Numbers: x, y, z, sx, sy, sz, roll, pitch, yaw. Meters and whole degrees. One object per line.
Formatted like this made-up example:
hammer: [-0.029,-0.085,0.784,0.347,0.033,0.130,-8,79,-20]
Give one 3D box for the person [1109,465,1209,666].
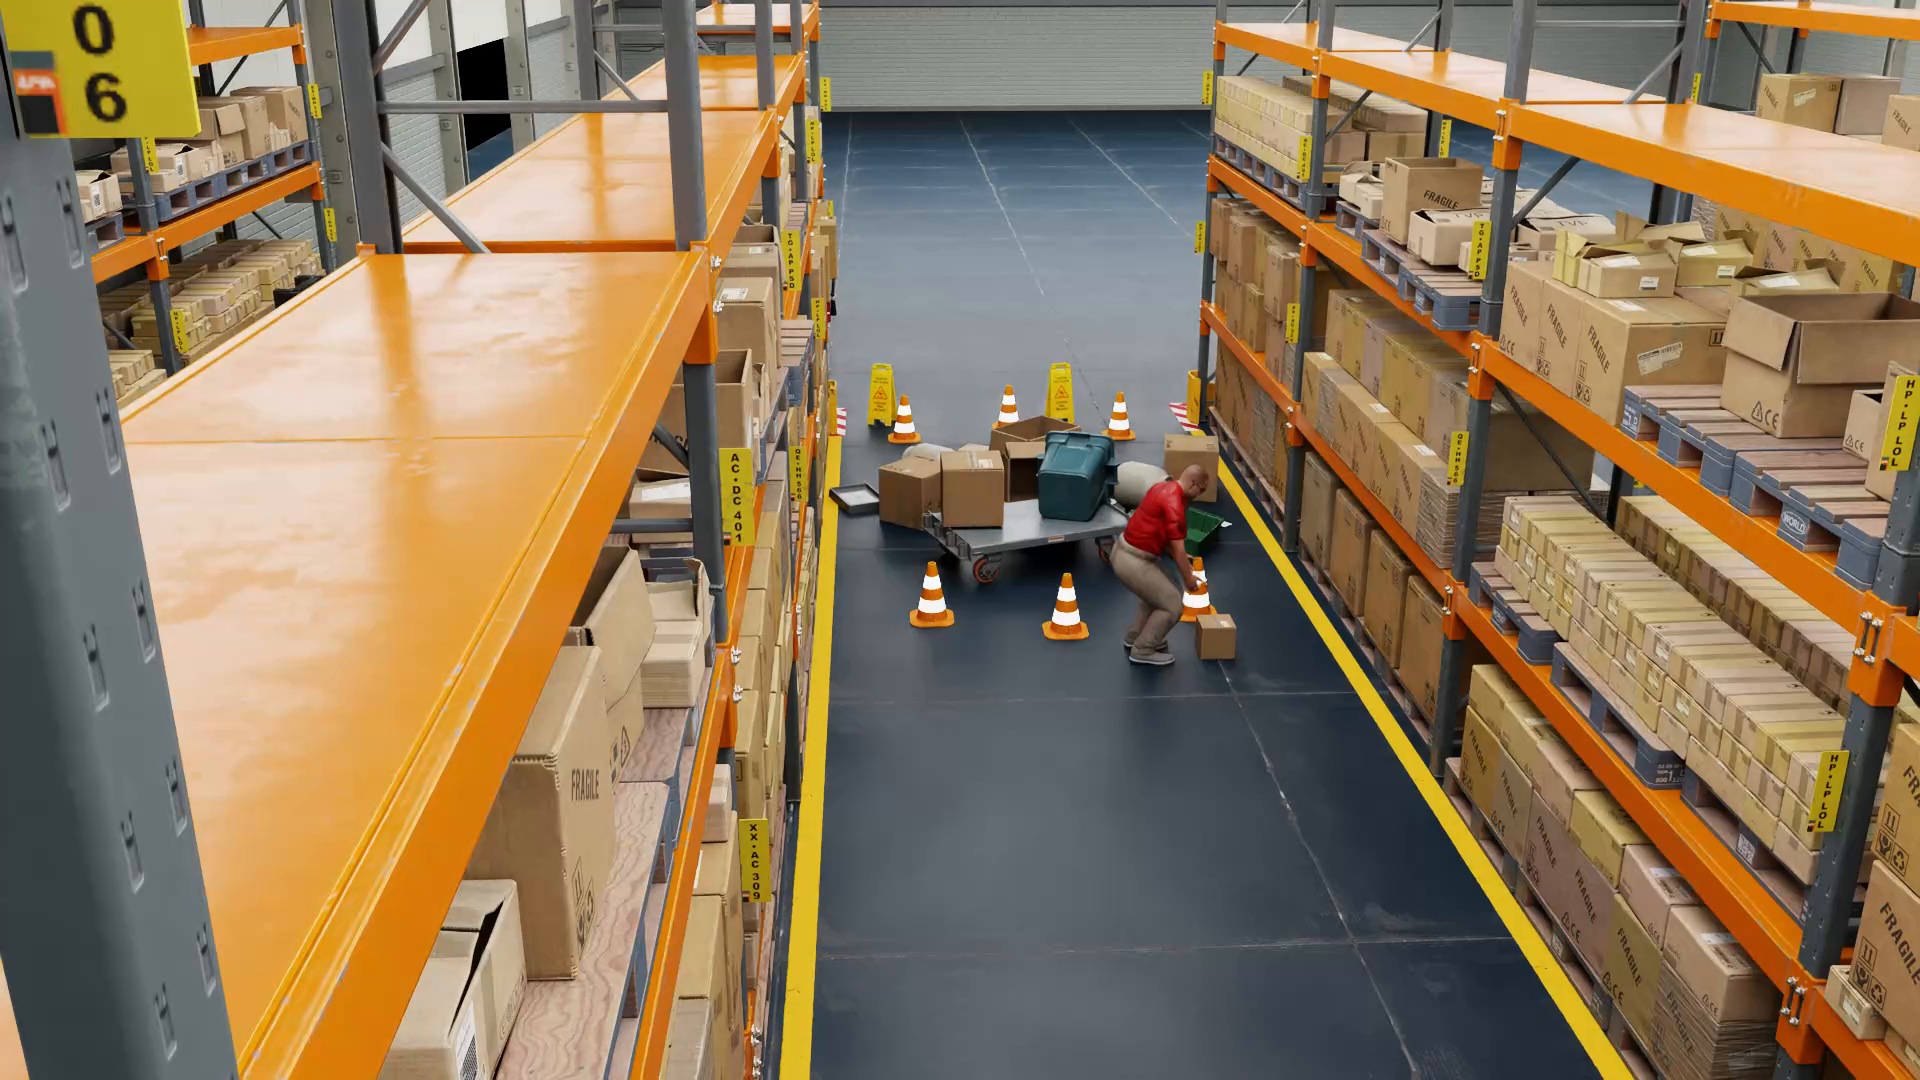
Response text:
person: [1.420,0.153,11.972,0.687,1.438,0.589,-1,20,-3]
